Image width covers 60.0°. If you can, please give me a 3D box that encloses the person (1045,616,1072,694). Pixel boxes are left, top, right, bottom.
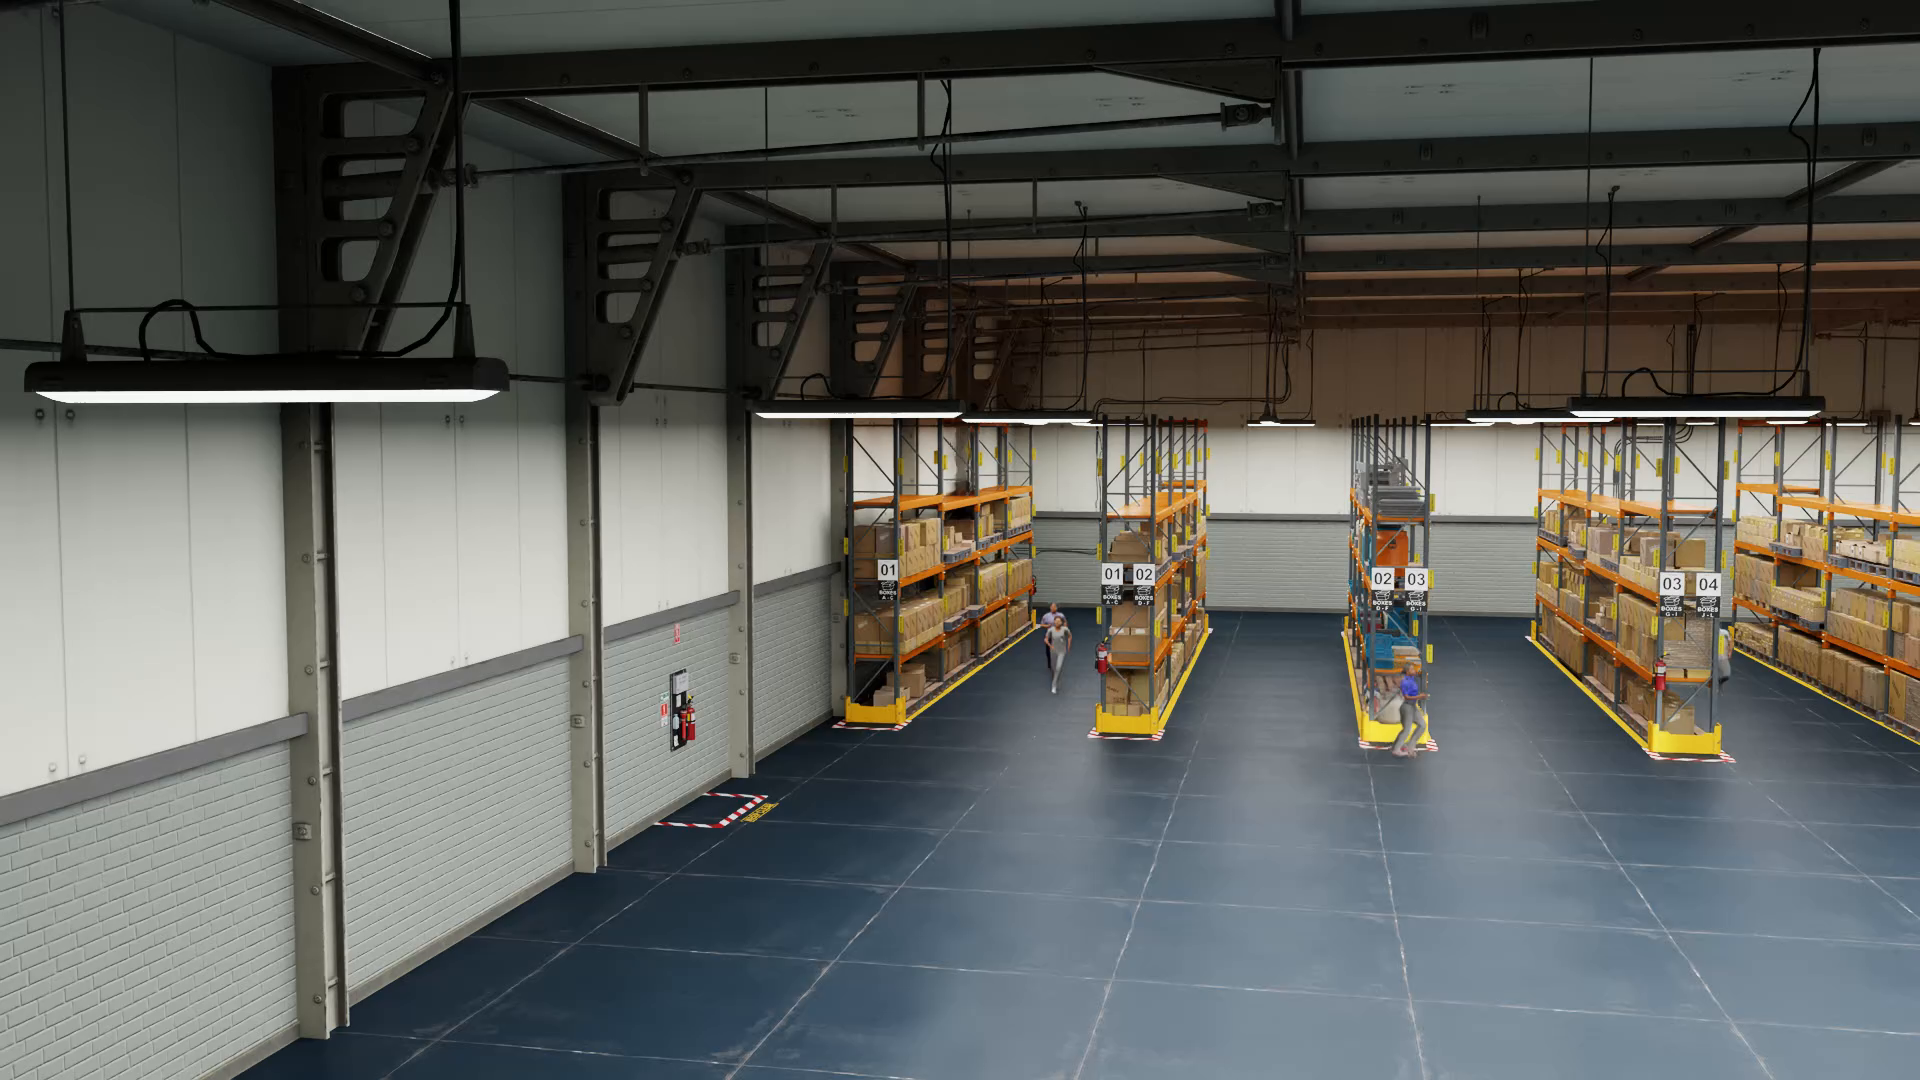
[{"bbox_3d":[2.148,2.477,36.425,0.587,1.654,0.963,1,4,8],"label":"person"}]

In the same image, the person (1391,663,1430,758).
[{"bbox_3d":[7.853,2.979,28.949,0.664,1.680,0.554,2,4,31],"label":"person"}]

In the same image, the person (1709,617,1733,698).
[{"bbox_3d":[16.095,2.498,35.310,0.728,1.742,0.544,0,4,2],"label":"person"}]

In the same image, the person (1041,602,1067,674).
[{"bbox_3d":[2.205,2.282,39.085,0.607,1.632,0.941,0,4,6],"label":"person"}]
